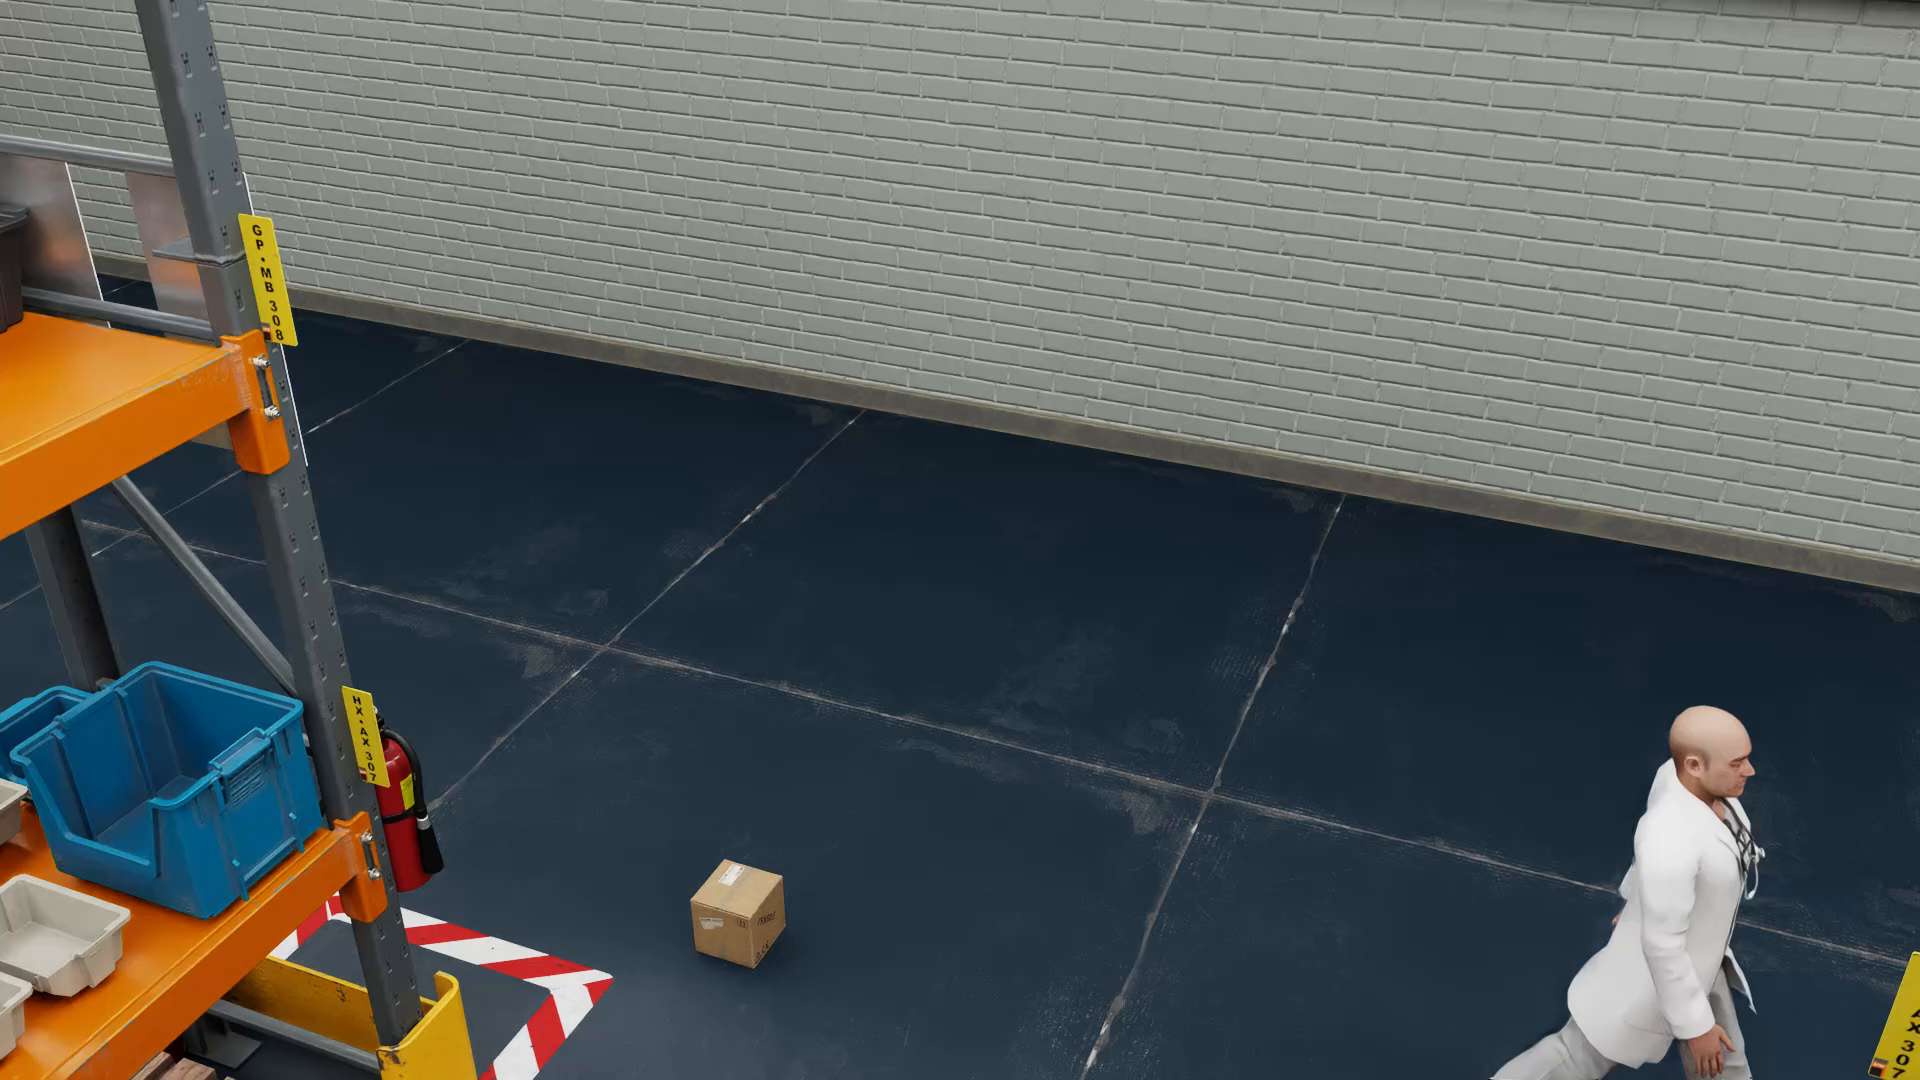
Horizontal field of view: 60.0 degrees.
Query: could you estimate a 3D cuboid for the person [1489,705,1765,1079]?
[{"bbox_3d":[2.151,1.261,4.861,1.062,1.725,0.628,19,35,30],"label":"person"}]
